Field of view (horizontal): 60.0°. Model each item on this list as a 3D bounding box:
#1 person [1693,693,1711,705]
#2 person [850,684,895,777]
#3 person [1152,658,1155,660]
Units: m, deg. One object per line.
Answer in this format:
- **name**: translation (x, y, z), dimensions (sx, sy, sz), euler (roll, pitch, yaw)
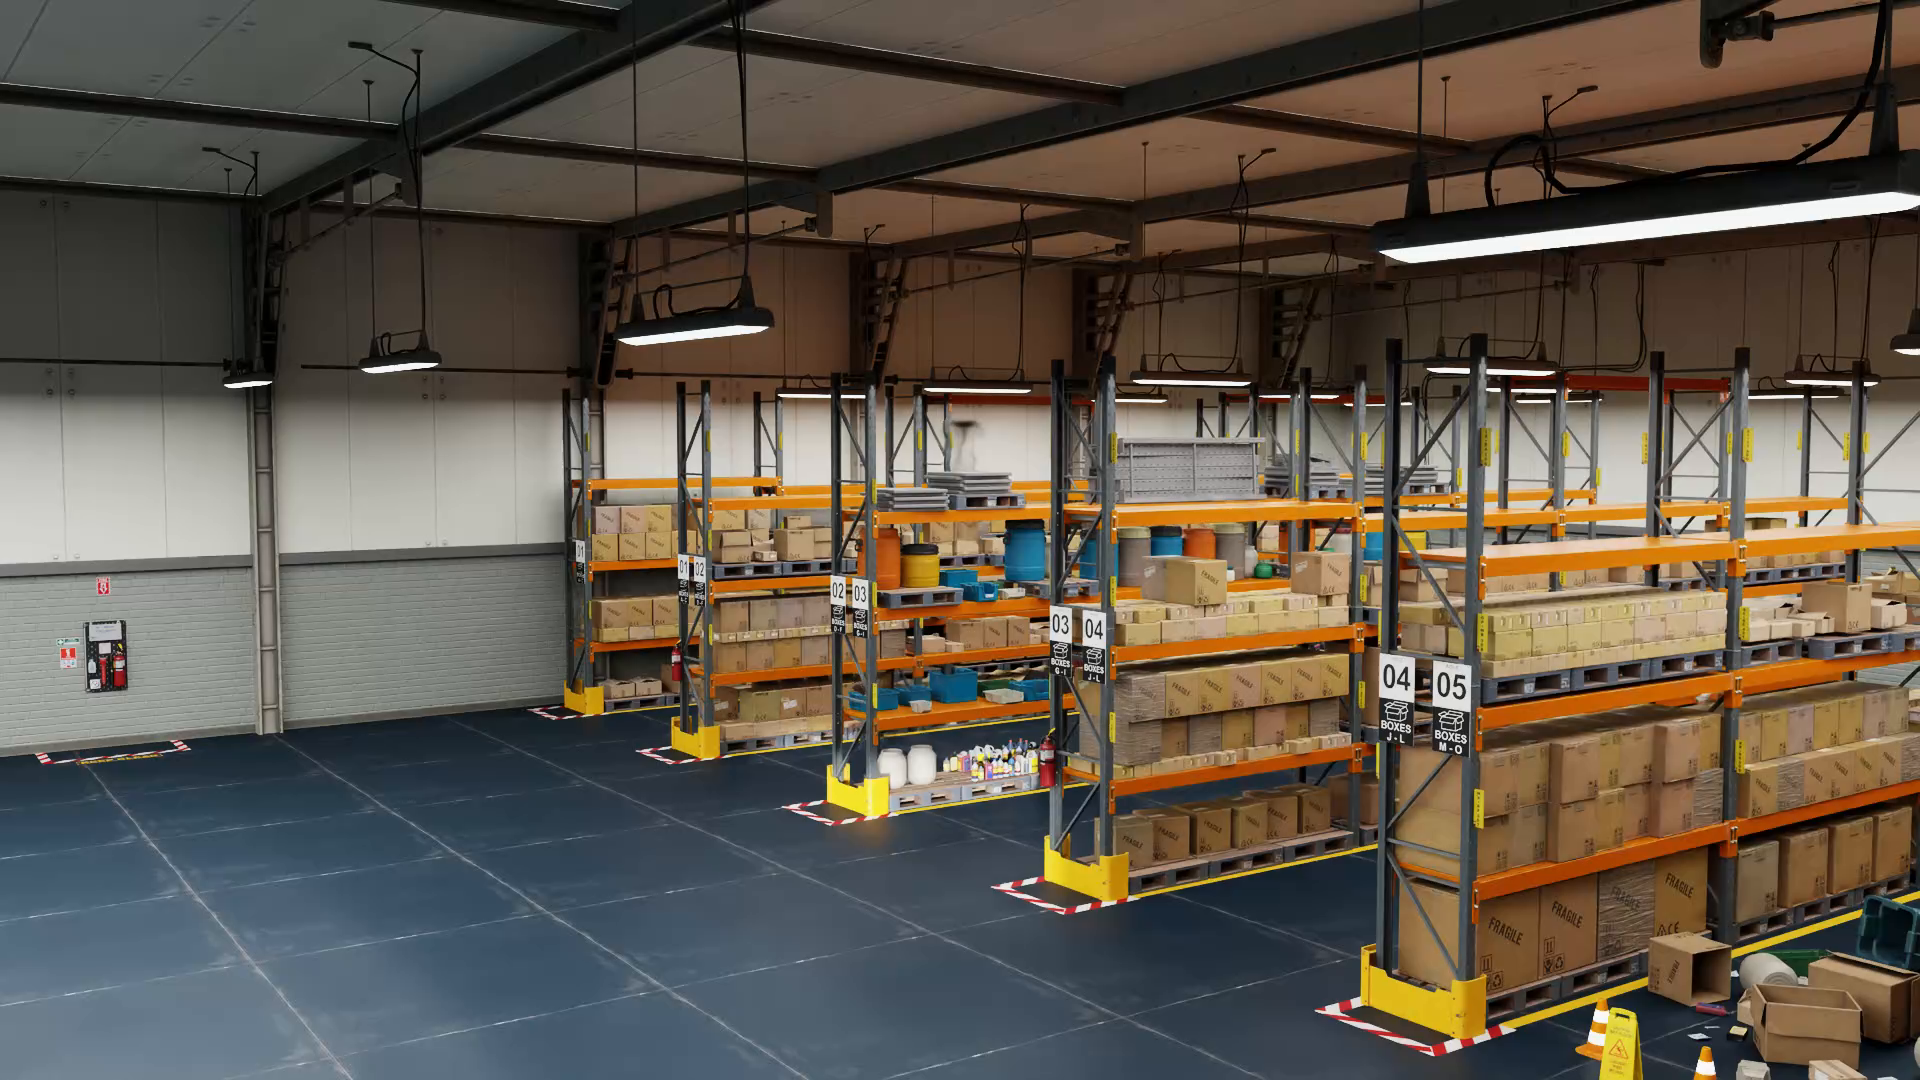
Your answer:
- **person**: translation (10.428, 2.892, 23.228), dimensions (0.667, 1.593, 0.592), euler (-2, 4, -31)
- **person**: translation (-1.288, 2.856, 25.033), dimensions (0.887, 1.436, 0.552), euler (-3, 5, -41)
- **person**: translation (3.105, 2.487, 29.010), dimensions (0.561, 1.624, 0.621), euler (4, 5, 45)
